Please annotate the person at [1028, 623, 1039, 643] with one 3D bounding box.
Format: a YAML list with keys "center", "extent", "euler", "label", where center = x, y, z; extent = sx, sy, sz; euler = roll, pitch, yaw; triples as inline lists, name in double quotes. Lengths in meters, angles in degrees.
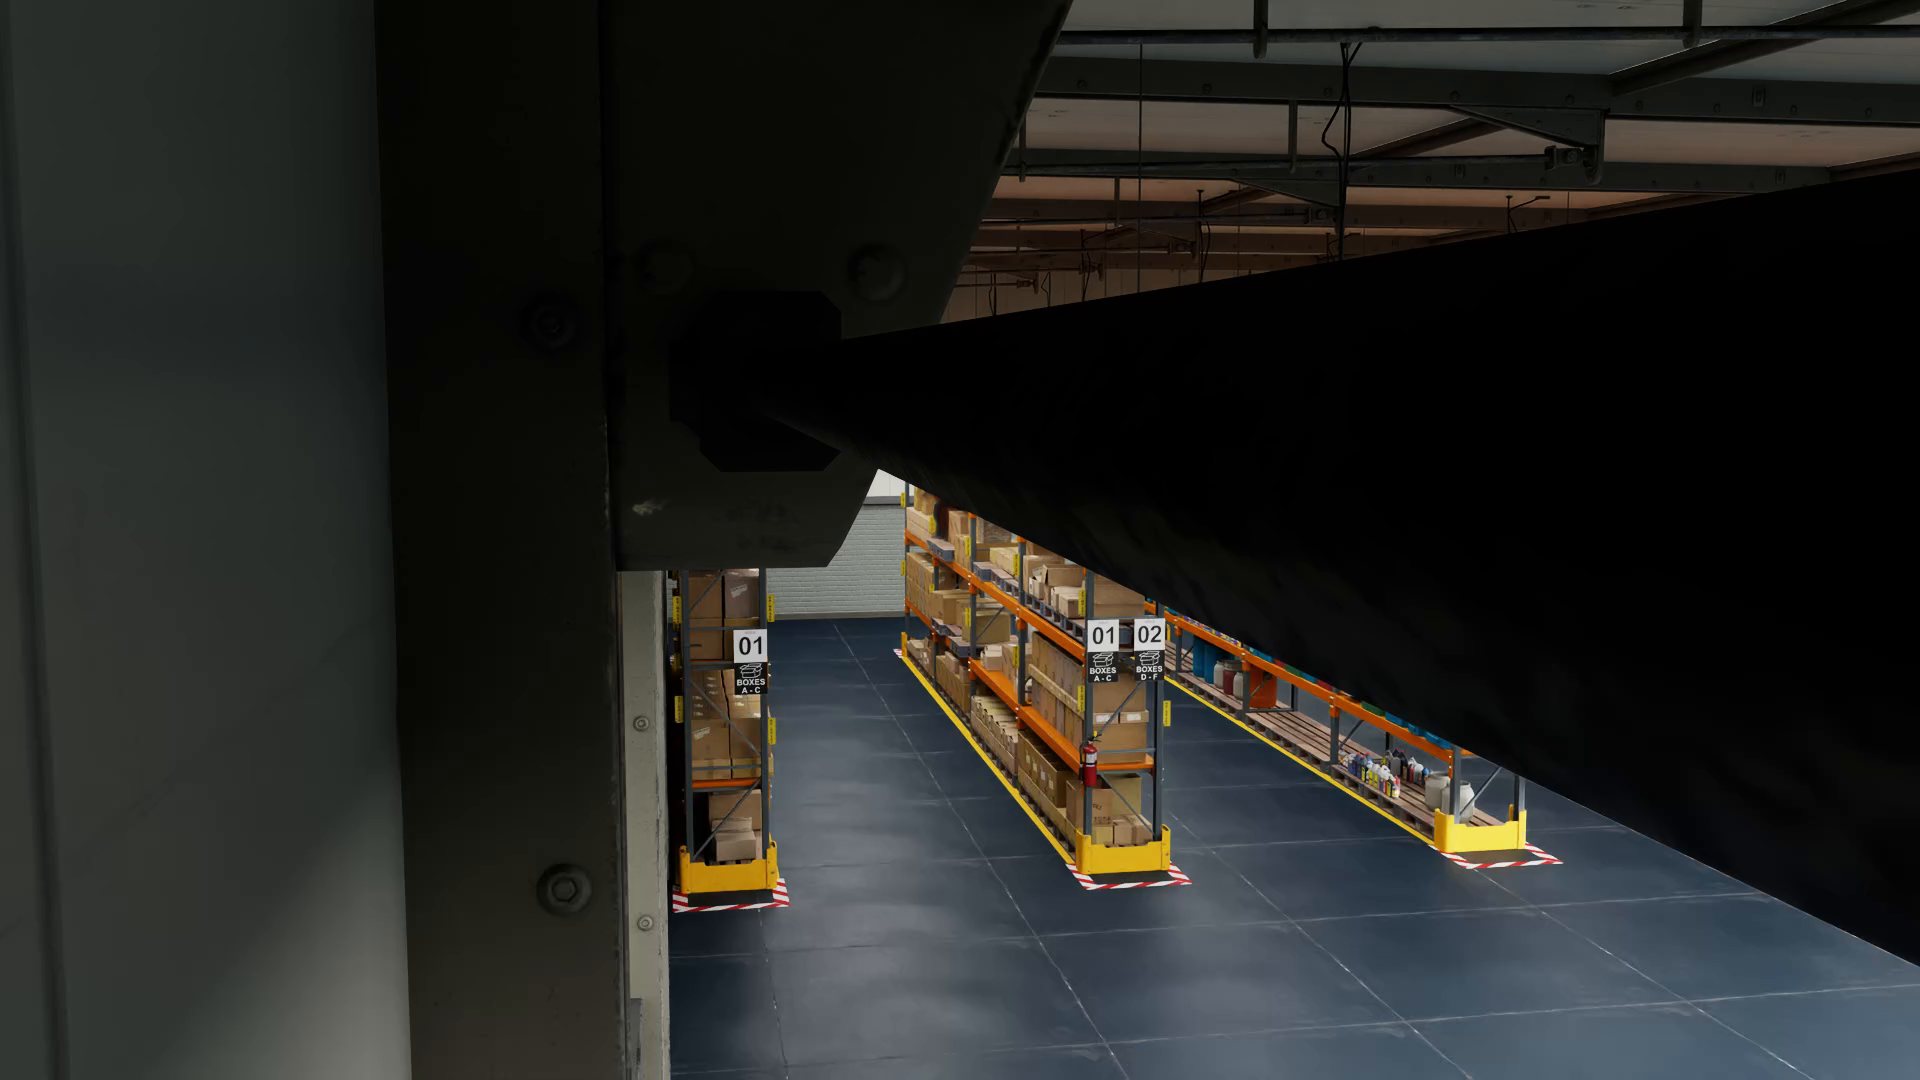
- center: [1.592, 1.800, 33.980]
  extent: [0.549, 1.717, 1.046]
  euler: [-2, 6, -17]
  label: "person"
